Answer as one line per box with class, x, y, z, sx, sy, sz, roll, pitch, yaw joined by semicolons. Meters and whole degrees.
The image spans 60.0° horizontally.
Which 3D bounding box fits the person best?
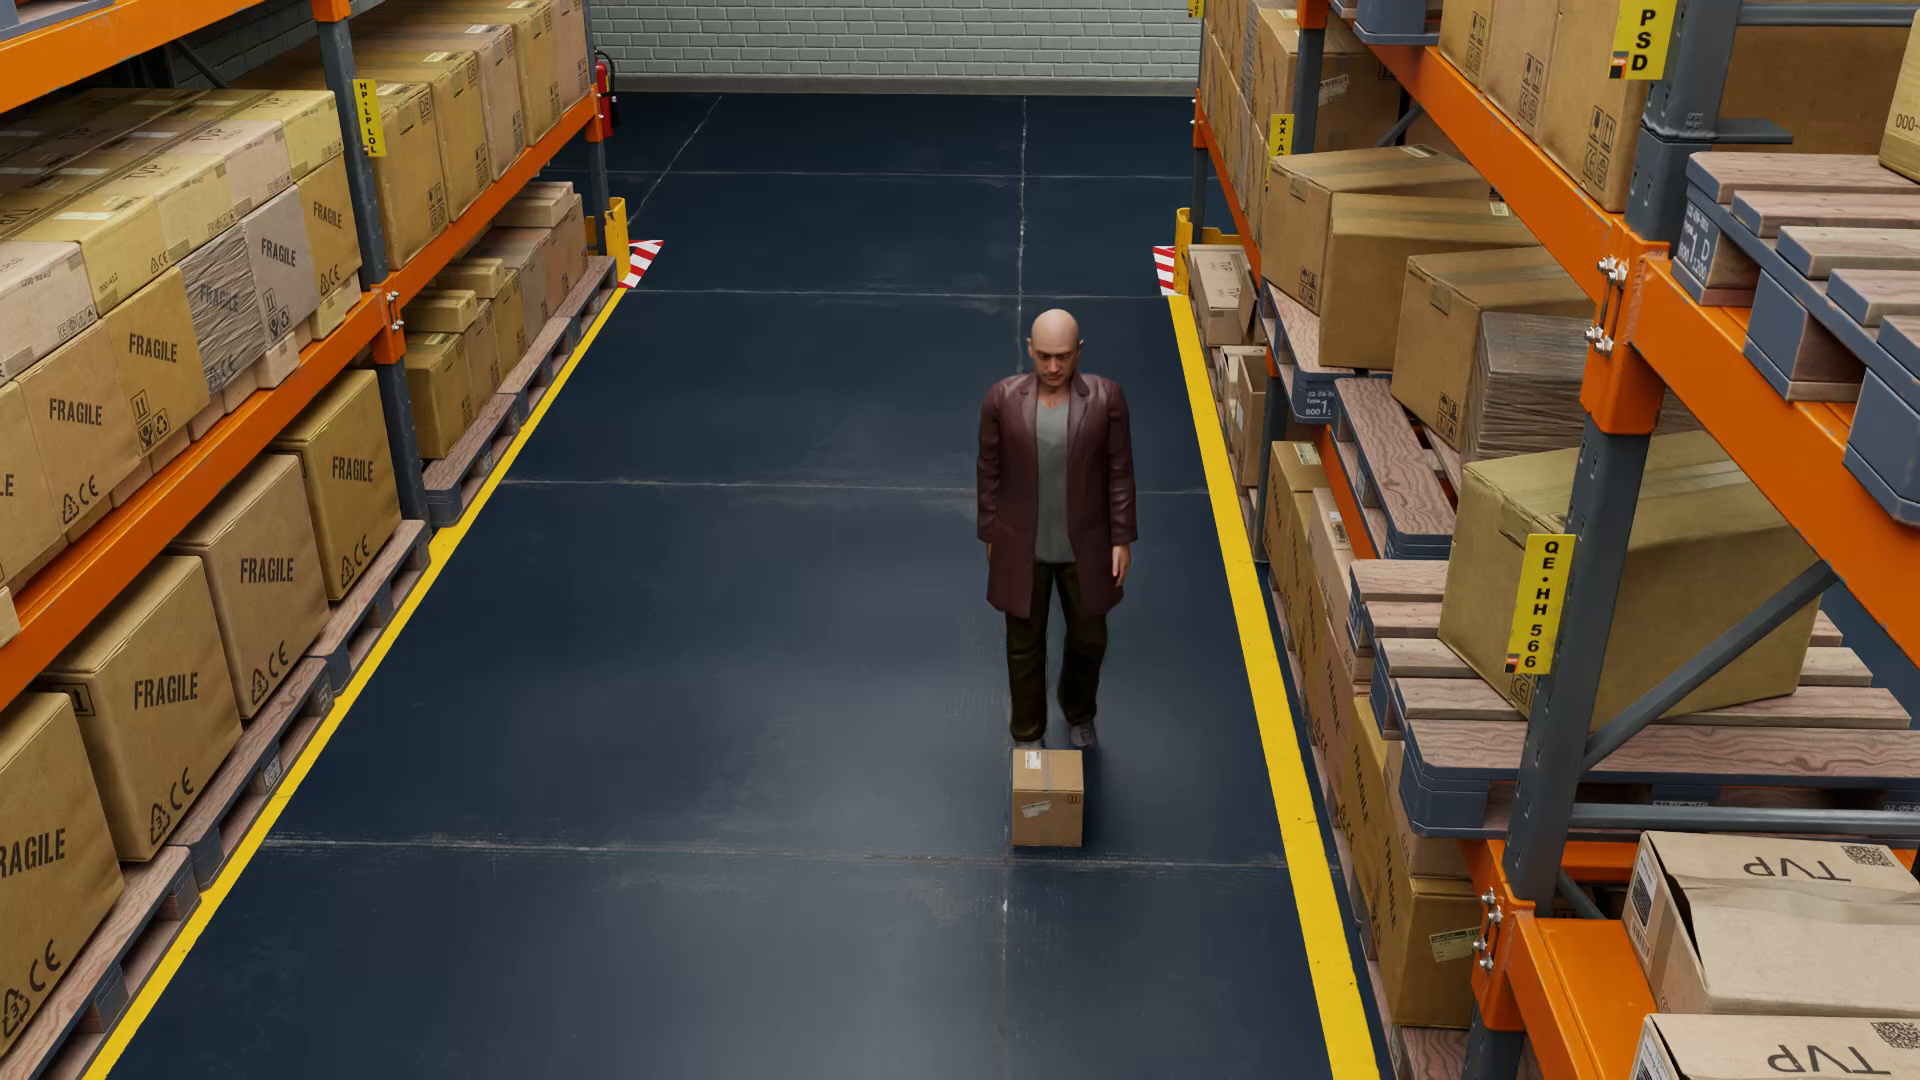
person;0.351;0.059;6.114;0.595;1.867;0.551;2;28;3
